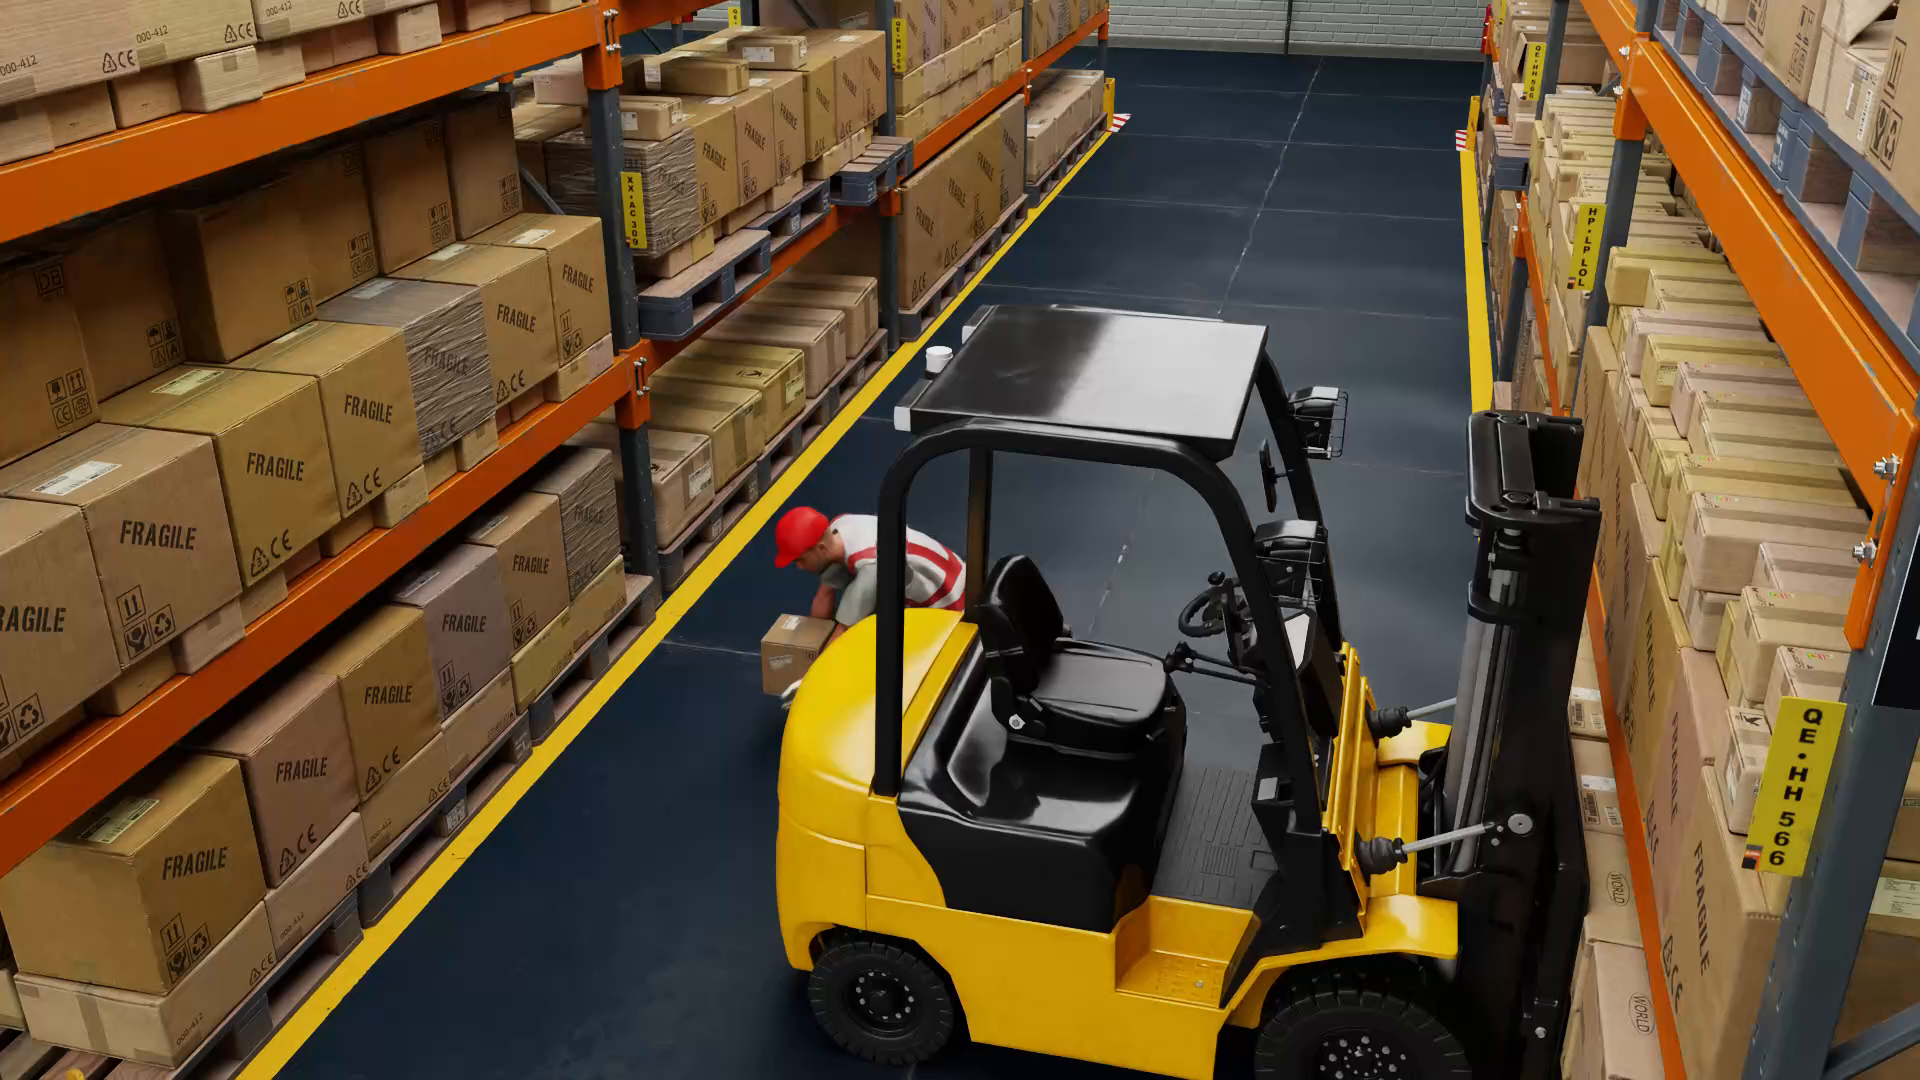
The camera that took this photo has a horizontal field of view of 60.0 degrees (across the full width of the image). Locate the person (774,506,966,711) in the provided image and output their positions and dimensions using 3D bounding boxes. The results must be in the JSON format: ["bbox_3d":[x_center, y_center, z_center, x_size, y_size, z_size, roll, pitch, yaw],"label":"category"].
[{"bbox_3d":[-0.343,0.292,6.859,0.877,1.028,0.575,-6,26,-13],"label":"person"}]
